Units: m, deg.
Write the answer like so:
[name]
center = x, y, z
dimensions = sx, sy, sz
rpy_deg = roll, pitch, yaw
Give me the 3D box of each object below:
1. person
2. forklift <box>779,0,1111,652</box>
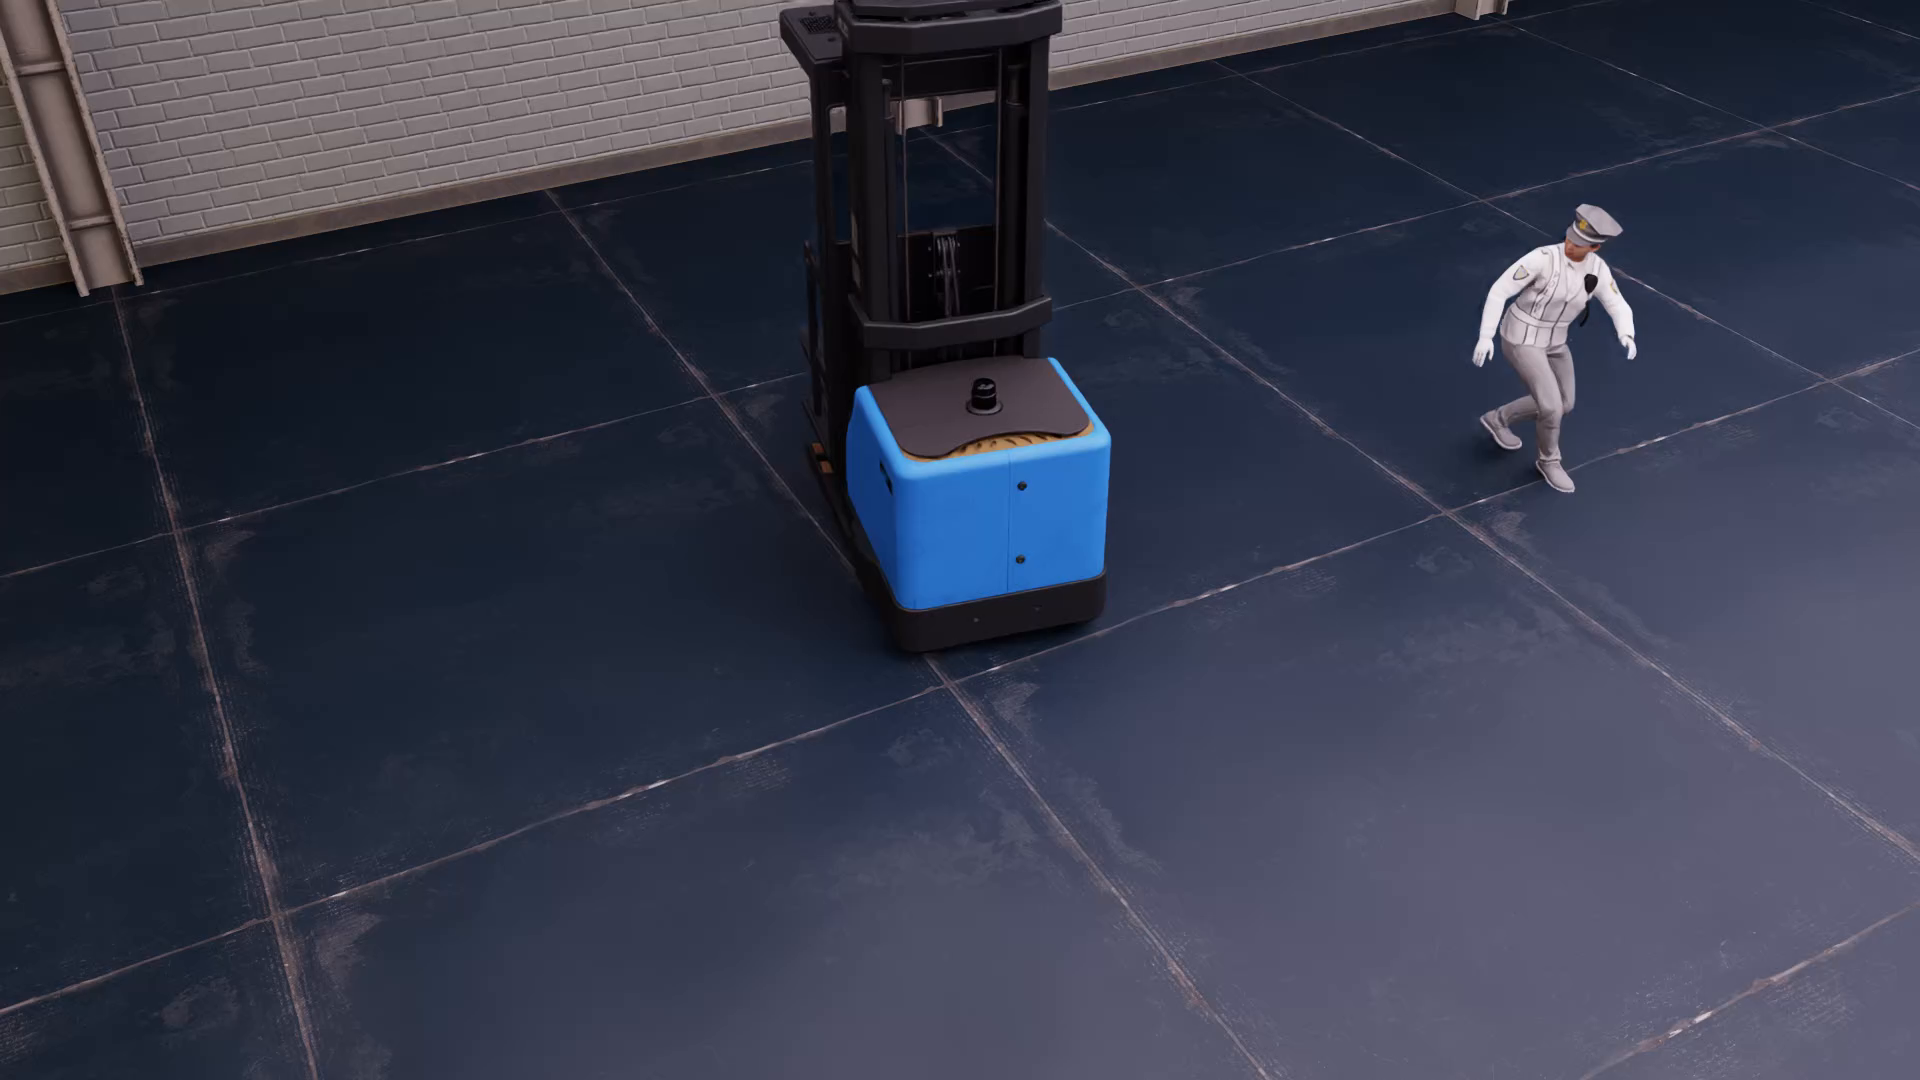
[person]
center = 3.092, -0.990, 8.735
dimensions = 0.815, 1.552, 0.802
rpy_deg = -15, 38, -20
[forklift]
center = -0.218, -1.521, 8.275
dimensions = 1.130, 2.935, 3.031
rpy_deg = -10, 36, -14
